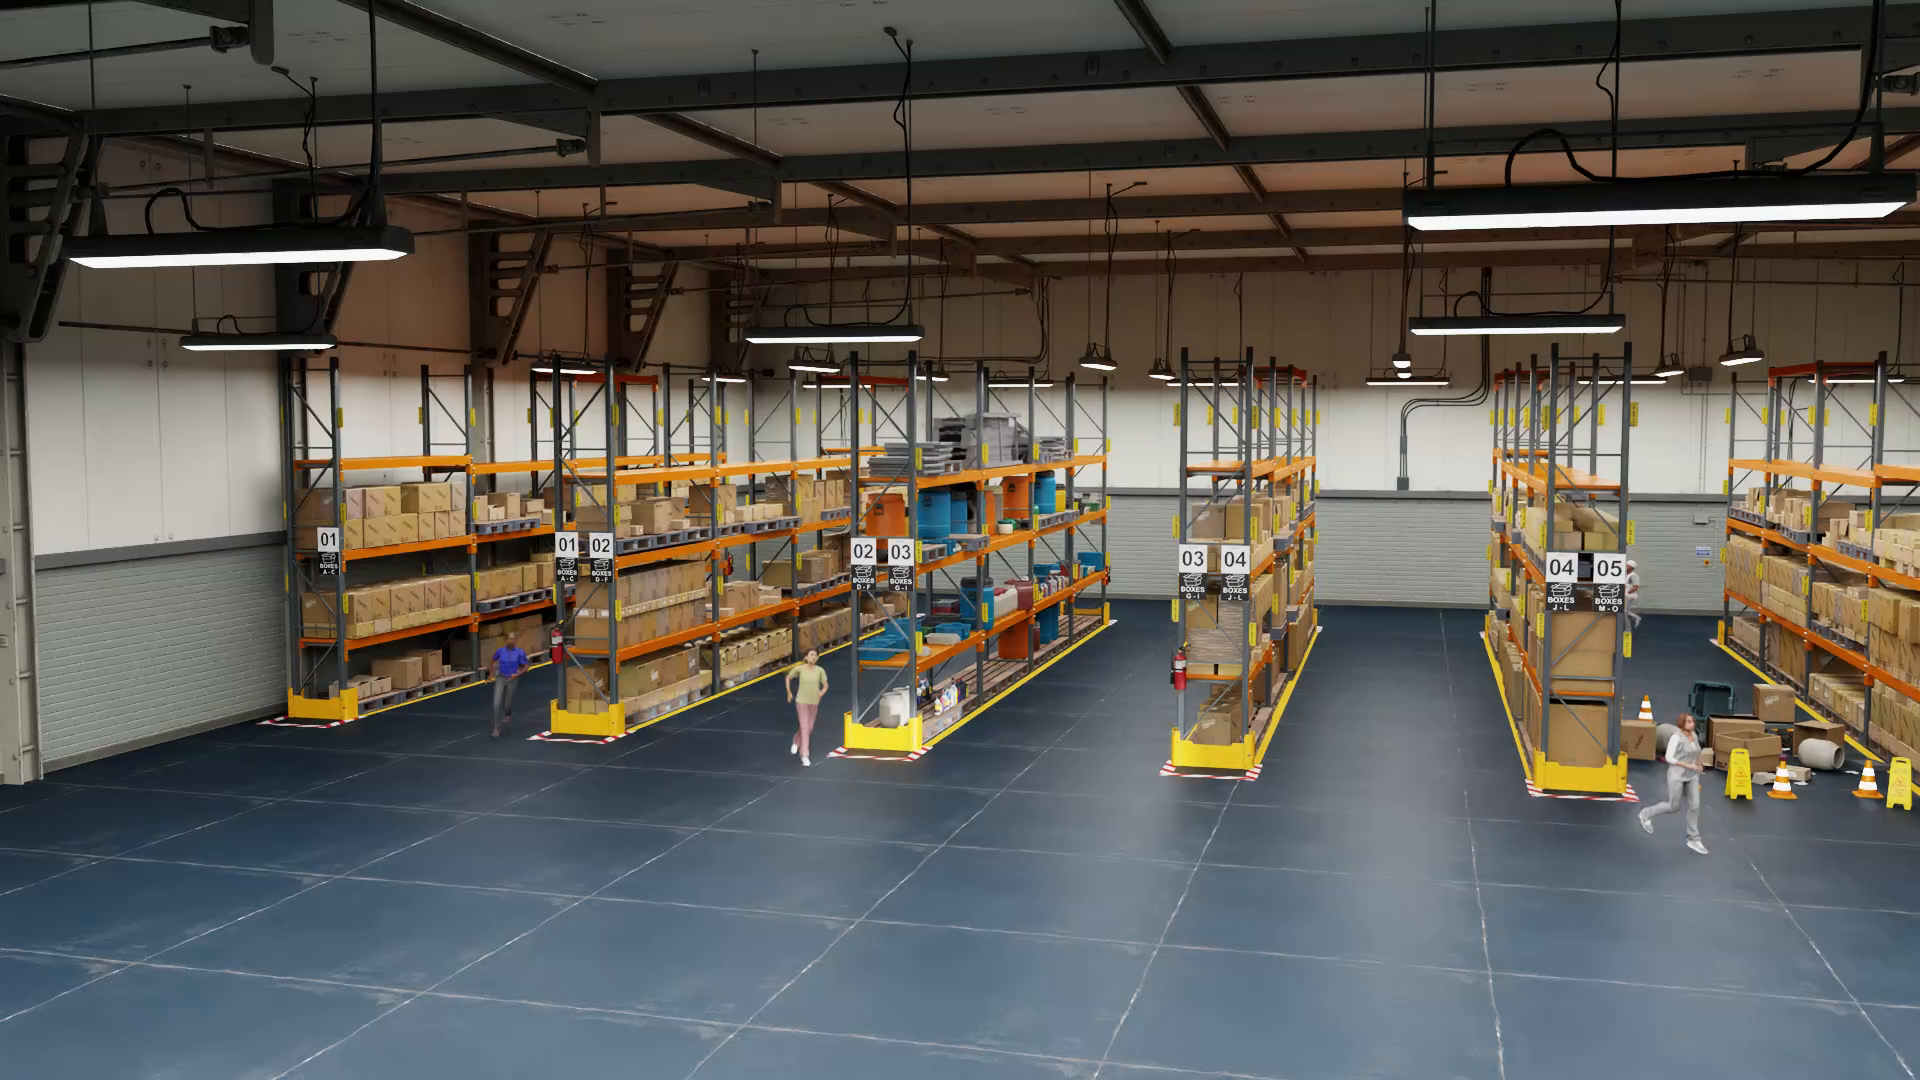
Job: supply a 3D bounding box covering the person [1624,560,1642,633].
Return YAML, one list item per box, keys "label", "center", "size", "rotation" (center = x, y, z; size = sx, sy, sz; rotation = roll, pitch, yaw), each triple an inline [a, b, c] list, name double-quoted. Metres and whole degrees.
- label: "person"
  center: [15.457, 1.330, 38.372]
  size: [0.602, 1.739, 0.687]
  rotation: [1, 4, 7]

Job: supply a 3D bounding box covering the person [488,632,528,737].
- label: "person"
  center: [-7.174, 2.287, 26.439]
  size: [0.624, 1.638, 0.743]
  rotation: [0, 4, -4]

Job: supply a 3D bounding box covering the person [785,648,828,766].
- label: "person"
  center: [-2.206, 2.401, 24.260]
  size: [0.613, 1.660, 0.834]
  rotation: [-2, 4, -20]

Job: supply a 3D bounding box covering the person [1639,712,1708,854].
- label: "person"
  center: [8.389, 2.789, 19.410]
  size: [0.550, 1.599, 0.859]
  rotation: [-2, 5, -26]
